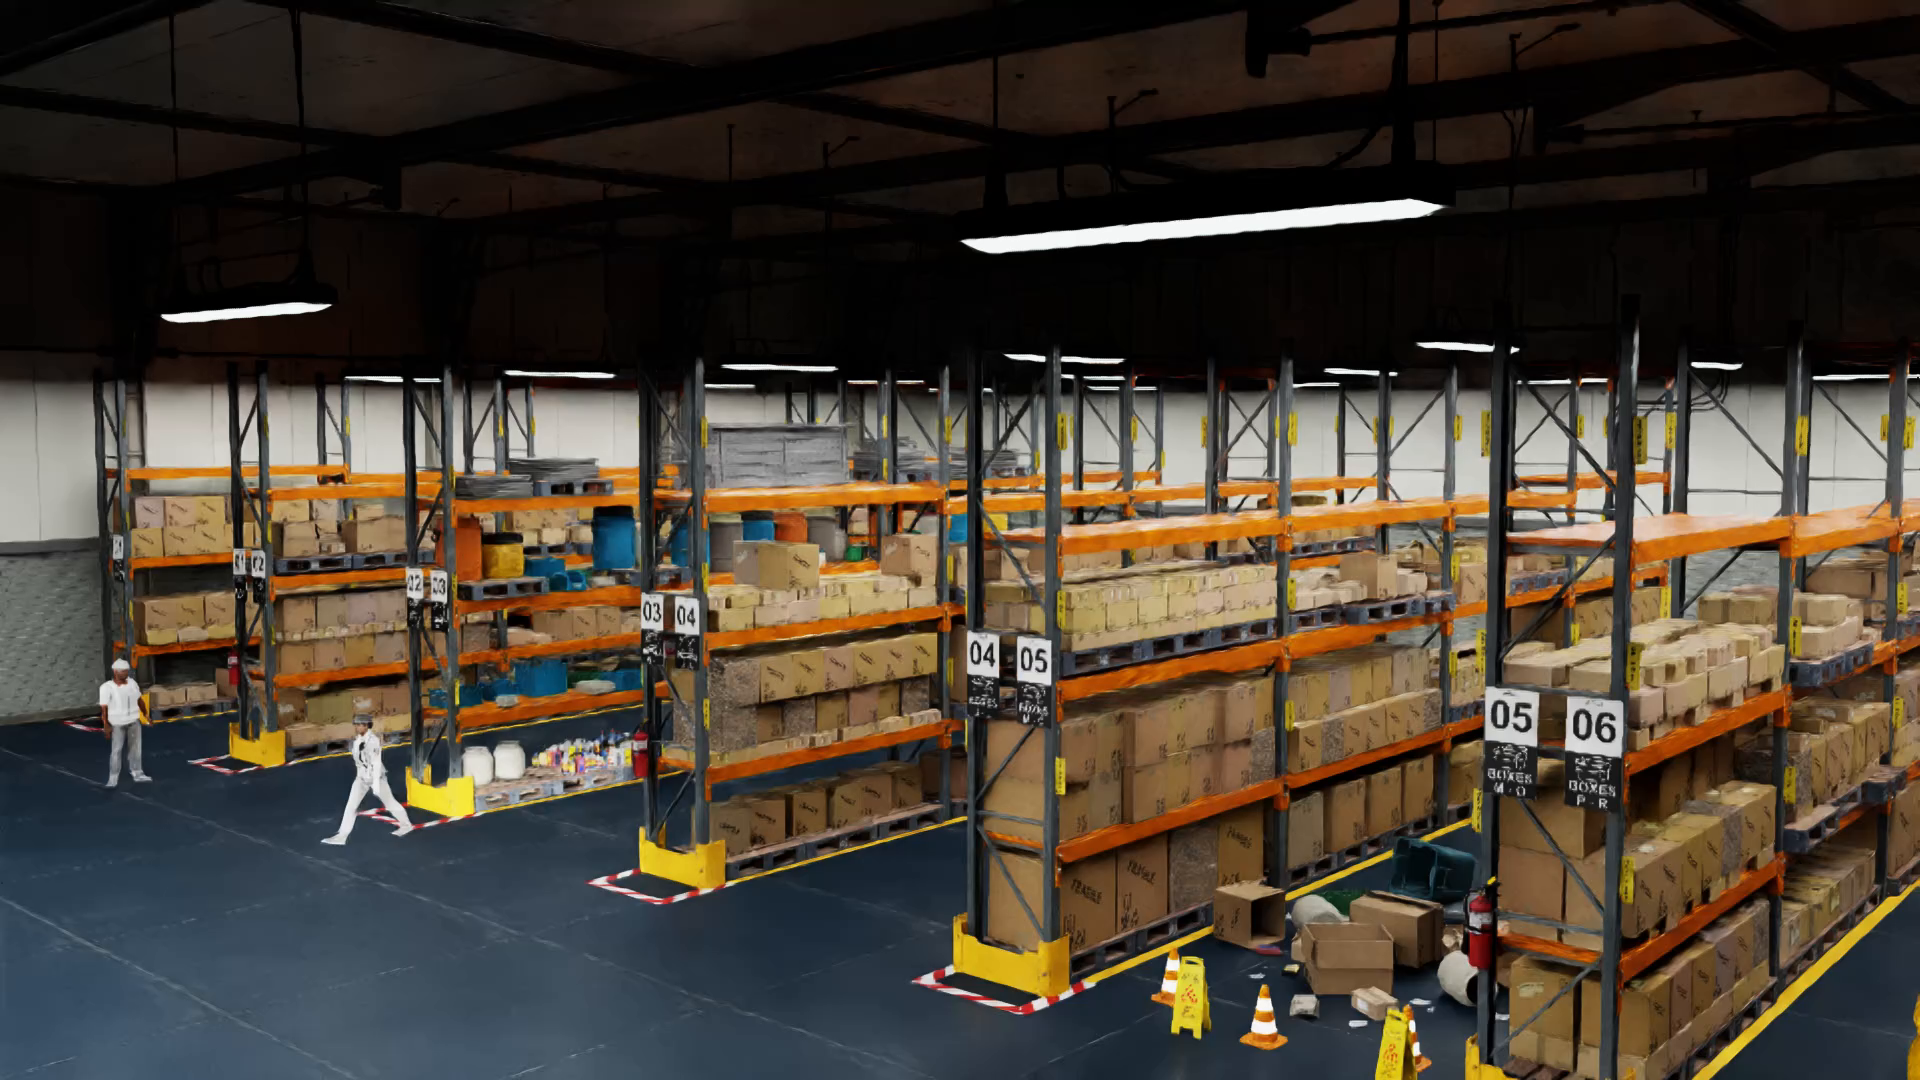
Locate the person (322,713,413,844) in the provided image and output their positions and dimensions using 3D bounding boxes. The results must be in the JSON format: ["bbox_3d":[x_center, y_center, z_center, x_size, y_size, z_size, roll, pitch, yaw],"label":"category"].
[{"bbox_3d":[-7.168,2.869,20.166,0.488,1.587,1.088,3,5,39],"label":"person"}]

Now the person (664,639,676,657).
[{"bbox_3d":[-5.795,1.834,33.205,0.646,1.744,0.585,-2,5,-24],"label":"person"}]

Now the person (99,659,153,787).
[{"bbox_3d":[-11.682,2.549,23.314,0.384,1.762,0.703,3,5,33],"label":"person"}]
